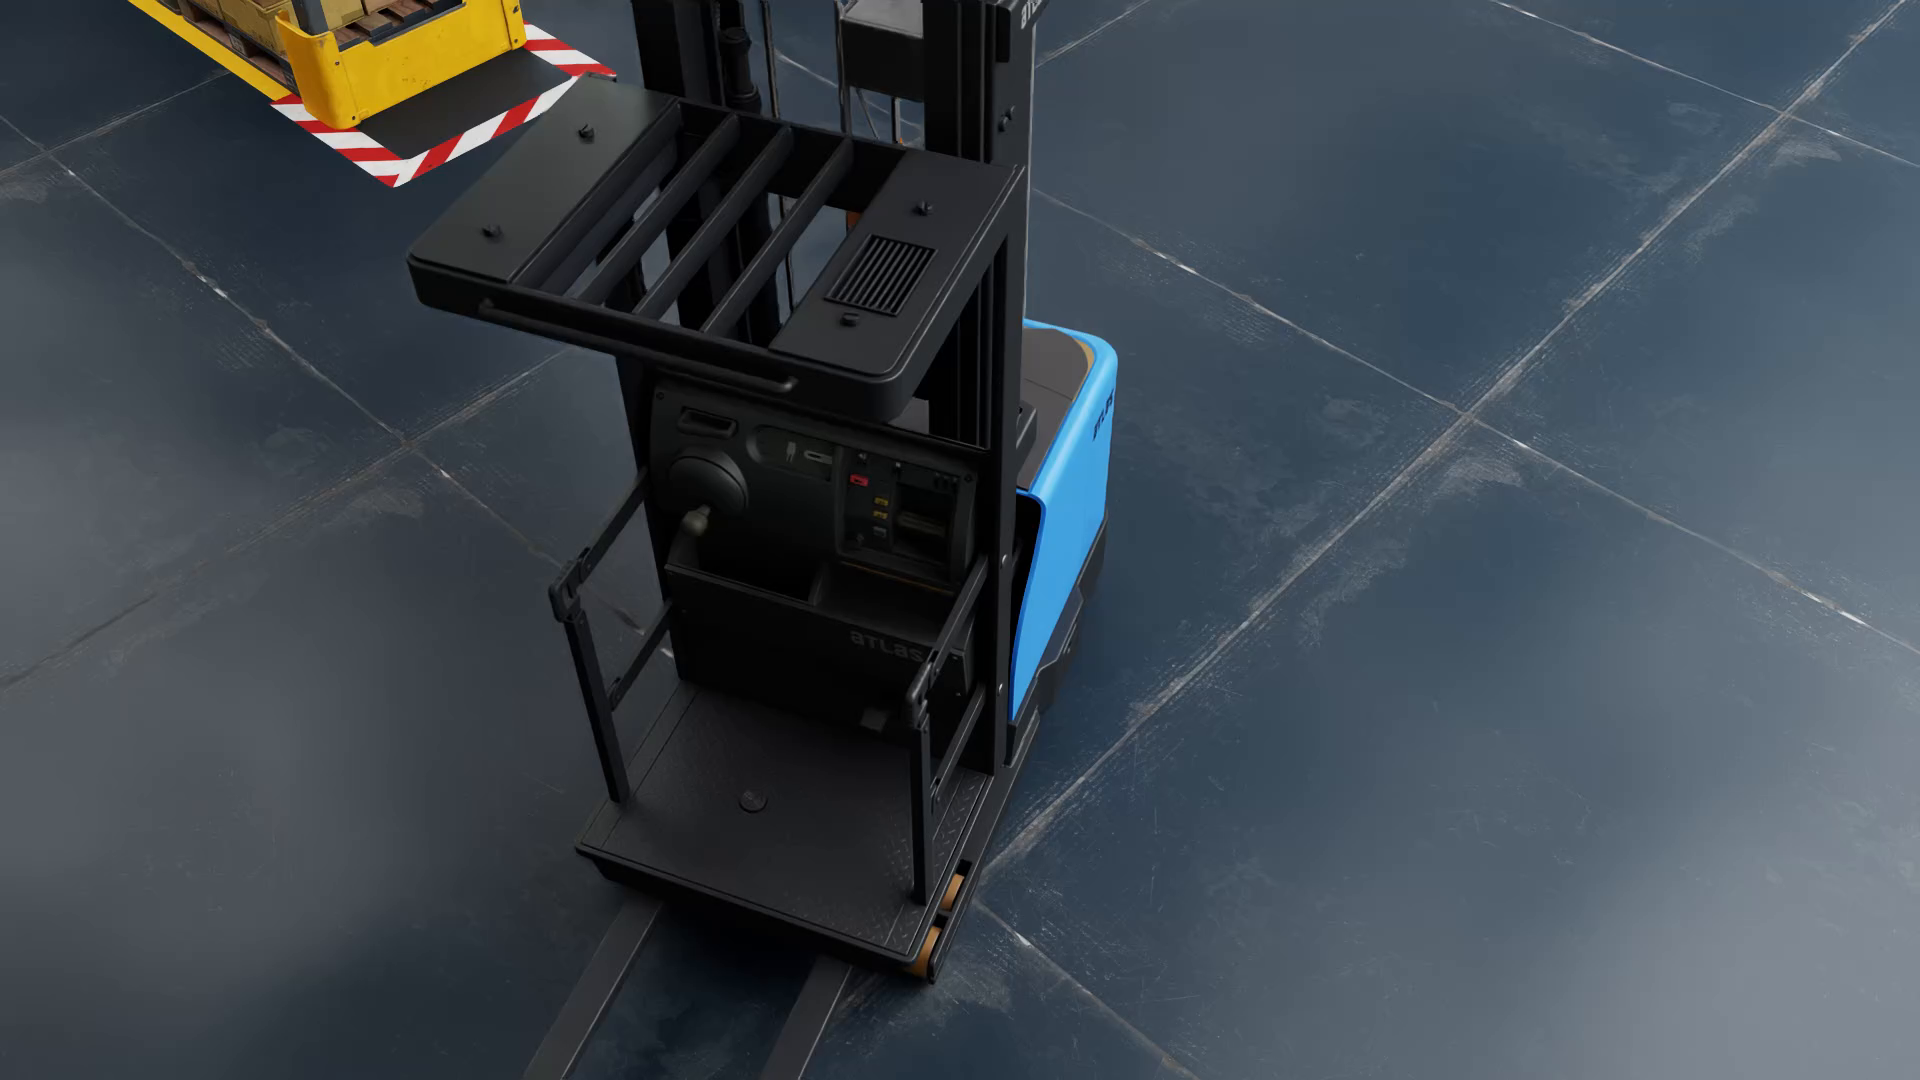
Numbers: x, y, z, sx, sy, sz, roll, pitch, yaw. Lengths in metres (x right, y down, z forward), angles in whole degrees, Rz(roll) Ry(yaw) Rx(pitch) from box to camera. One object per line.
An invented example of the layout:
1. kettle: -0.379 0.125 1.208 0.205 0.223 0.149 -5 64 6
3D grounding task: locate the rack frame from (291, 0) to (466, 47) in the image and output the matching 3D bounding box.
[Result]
1. rack frame: -2.779 -3.422 7.405 0.127 3.000 1.000 34 55 28

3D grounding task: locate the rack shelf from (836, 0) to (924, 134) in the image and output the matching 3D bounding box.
1. rack shelf: -0.072 -1.493 5.270 0.480 0.518 0.431 18 49 16

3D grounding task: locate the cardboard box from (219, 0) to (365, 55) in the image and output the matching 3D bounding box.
1. cardboard box: -3.374 -2.731 8.355 0.500 0.250 0.500 34 55 28

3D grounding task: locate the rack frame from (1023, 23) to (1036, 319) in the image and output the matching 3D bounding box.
1. rack frame: 0.151 -0.952 5.703 0.015 2.100 0.400 18 49 16

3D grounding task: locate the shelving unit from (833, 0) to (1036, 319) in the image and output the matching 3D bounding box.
1. shelving unit: -0.072 -1.024 5.771 0.503 2.100 0.431 18 49 16

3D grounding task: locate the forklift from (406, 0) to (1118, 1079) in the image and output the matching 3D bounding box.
1. forklift: -0.472 -0.038 4.275 1.130 2.935 3.031 16 49 14

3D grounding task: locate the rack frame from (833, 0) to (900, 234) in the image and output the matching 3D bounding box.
1. rack frame: -0.295 -1.095 5.838 0.015 2.100 0.400 18 49 16

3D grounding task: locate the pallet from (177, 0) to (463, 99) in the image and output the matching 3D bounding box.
1. pallet: -3.370 -2.823 8.756 1.213 0.211 1.003 34 55 28

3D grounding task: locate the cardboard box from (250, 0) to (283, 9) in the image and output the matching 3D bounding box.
1. cardboard box: -3.375 -2.987 8.080 0.500 0.500 0.500 34 55 28

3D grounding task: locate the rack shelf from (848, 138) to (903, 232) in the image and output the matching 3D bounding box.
1. rack shelf: -0.072 -1.014 5.781 0.480 0.518 0.431 18 49 16

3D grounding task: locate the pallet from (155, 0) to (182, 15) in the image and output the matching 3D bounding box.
1. pallet: -4.262 -3.426 9.322 1.213 0.211 1.003 34 55 28

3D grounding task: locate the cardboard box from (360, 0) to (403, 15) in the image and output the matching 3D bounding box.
1. cardboard box: -3.023 -3.009 8.615 0.500 0.250 0.500 34 55 28

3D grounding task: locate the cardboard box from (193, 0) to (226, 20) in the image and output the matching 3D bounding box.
1. cardboard box: -3.750 -2.972 8.581 0.500 0.250 0.500 34 55 28

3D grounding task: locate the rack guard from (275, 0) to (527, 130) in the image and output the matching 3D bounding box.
1. rack guard: -2.762 -2.554 8.305 0.348 0.500 1.175 34 55 28
